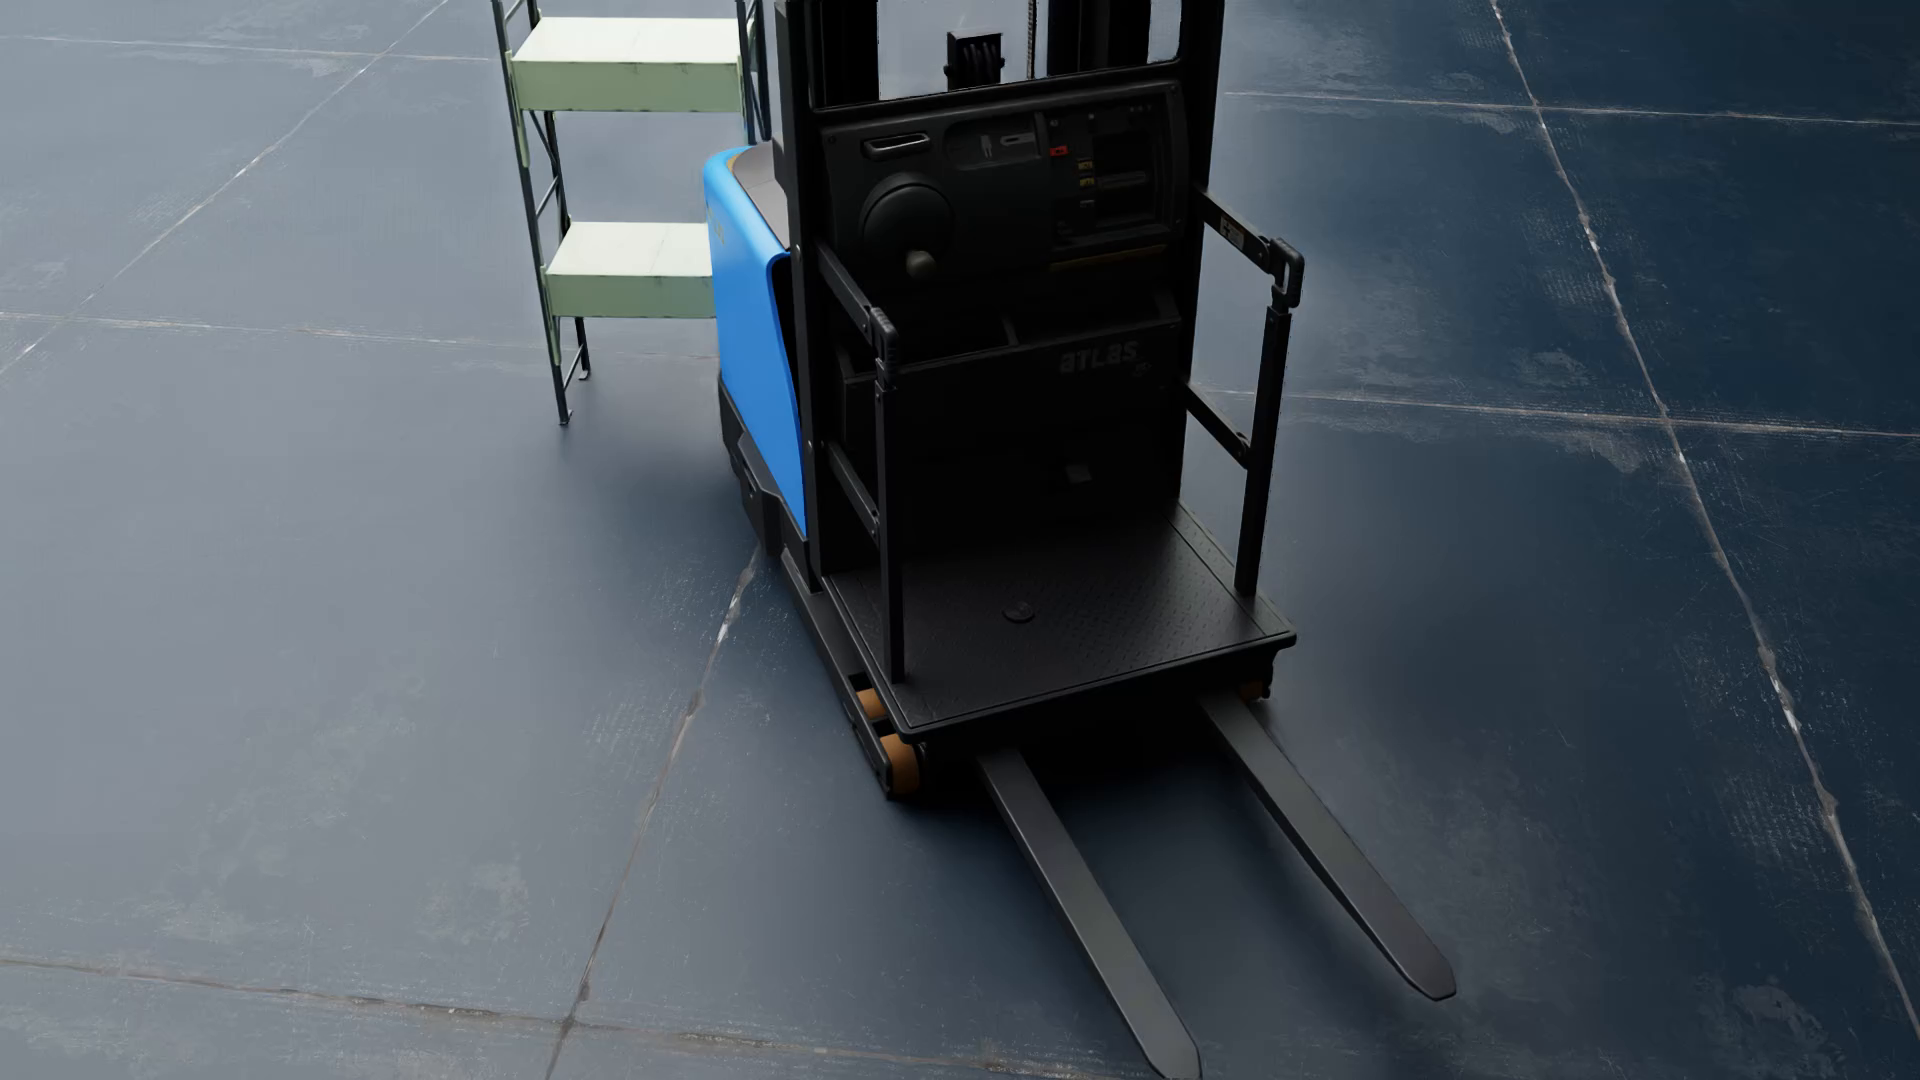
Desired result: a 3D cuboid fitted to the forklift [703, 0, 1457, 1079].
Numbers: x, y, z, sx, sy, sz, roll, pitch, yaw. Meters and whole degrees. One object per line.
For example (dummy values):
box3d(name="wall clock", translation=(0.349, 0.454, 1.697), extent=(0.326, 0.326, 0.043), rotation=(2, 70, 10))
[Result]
box3d(name="forklift", translation=(0.203, -0.805, 3.854), extent=(1.130, 2.935, 3.031), rotation=(-13, 37, -17))

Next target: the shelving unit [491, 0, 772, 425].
box3d(name="shelving unit", translation=(-1.015, -1.123, 5.533), extent=(0.755, 1.500, 0.431), rotation=(1, 36, 1))

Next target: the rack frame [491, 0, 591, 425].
box3d(name="rack frame", translation=(-1.381, -1.129, 5.541), extent=(0.023, 1.500, 0.400), rotation=(1, 36, 1))

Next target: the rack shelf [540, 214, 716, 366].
box3d(name="rack shelf", translation=(-1.015, -0.858, 5.722), extent=(0.720, 0.370, 0.431), rotation=(1, 36, 1))

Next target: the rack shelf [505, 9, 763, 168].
box3d(name="rack shelf", translation=(-1.015, -1.441, 5.306), extent=(0.720, 0.370, 0.431), rotation=(1, 36, 1))

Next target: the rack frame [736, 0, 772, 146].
box3d(name="rack frame", translation=(-0.649, -1.117, 5.524), extent=(0.023, 1.500, 0.400), rotation=(1, 36, 1))
